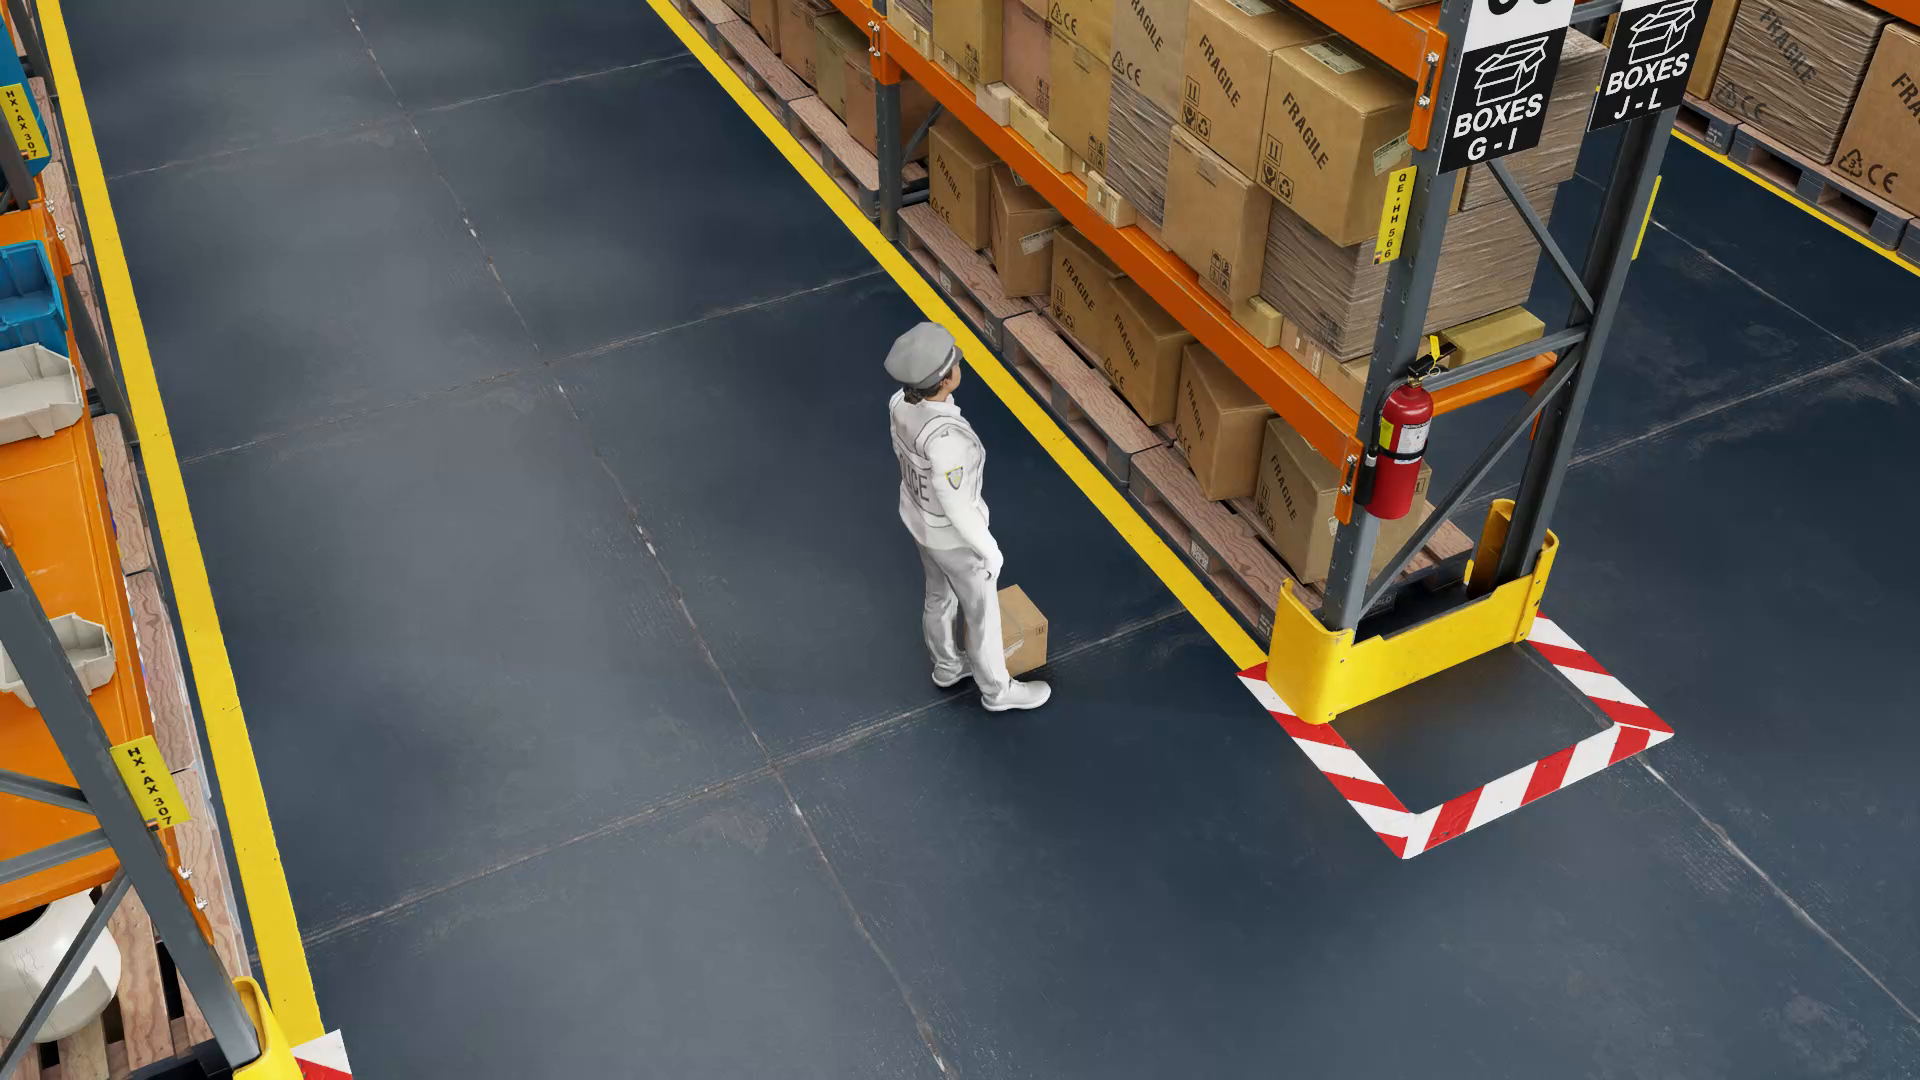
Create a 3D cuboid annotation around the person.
[{"bbox_3d":[0.016,-0.082,6.213,0.529,1.694,0.587,-19,45,-20],"label":"person"}]
